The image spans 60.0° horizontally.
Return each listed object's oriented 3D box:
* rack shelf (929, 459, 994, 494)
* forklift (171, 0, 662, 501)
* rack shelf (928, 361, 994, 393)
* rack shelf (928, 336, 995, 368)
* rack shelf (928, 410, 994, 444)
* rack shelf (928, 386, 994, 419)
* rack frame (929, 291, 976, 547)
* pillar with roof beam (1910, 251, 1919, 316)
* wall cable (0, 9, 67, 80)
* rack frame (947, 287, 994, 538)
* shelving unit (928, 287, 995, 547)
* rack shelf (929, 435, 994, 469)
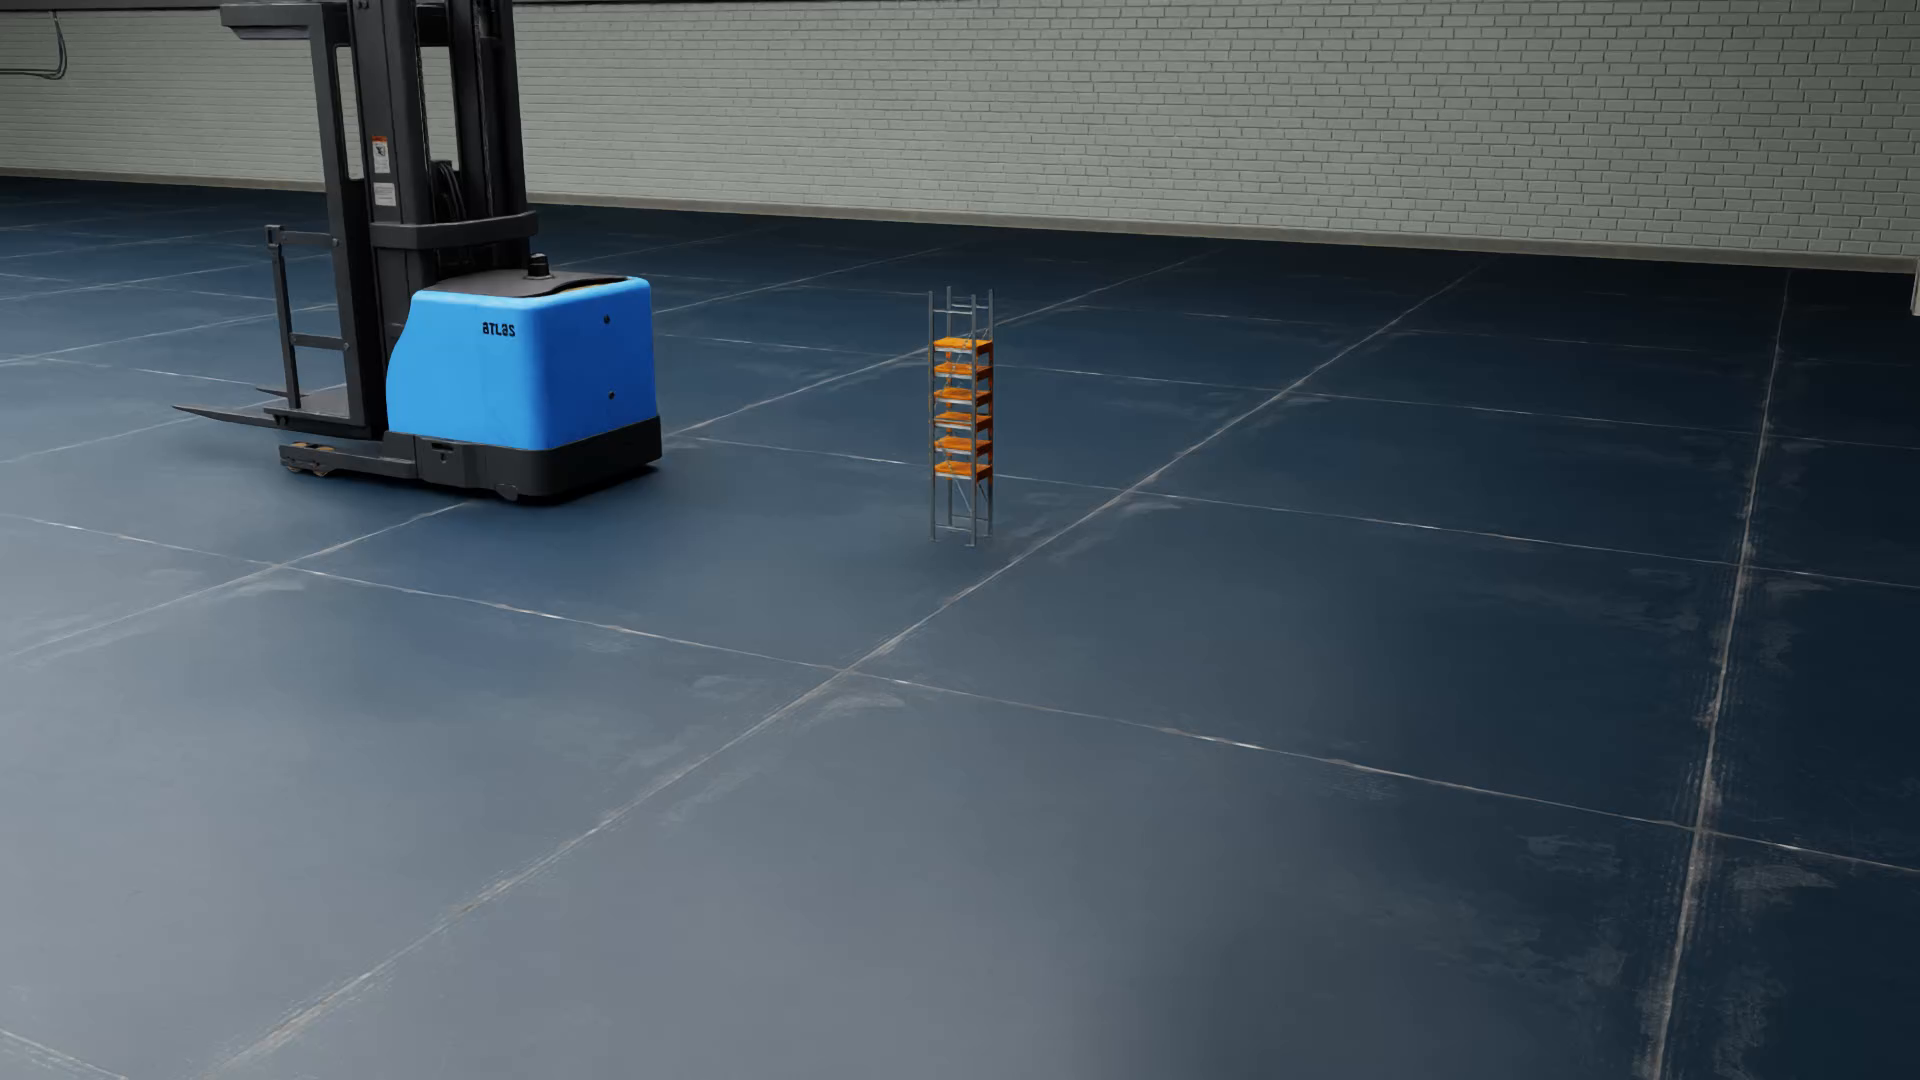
[{"bbox_3d":[0.006,-0.306,7.947,0.258,0.103,0.180,8,18,25],"label":"rack shelf"},{"bbox_3d":[-3.223,-1.881,9.209,3.031,2.935,1.130,8,18,26],"label":"forklift"},{"bbox_3d":[0.006,-0.766,7.810,0.258,0.103,0.180,8,18,25],"label":"rack shelf"},{"bbox_3d":[0.006,-0.881,7.776,0.258,0.103,0.180,8,18,25],"label":"rack shelf"},{"bbox_3d":[0.006,-0.536,7.879,0.258,0.103,0.180,8,18,25],"label":"rack shelf"},{"bbox_3d":[0.006,-0.651,7.844,0.258,0.103,0.180,8,18,25],"label":"rack shelf"},{"bbox_3d":[-0.034,-0.556,7.787,0.240,1.200,0.006,8,18,25],"label":"rack frame"},{"bbox_3d":[4.813,-6.886,15.404,9.100,9.000,0.400,8,18,25],"label":"pillar with roof beam"},{"bbox_3d":[-17.017,-9.440,29.455,3.097,2.526,0.112,8,18,25],"label":"wall cable"},{"bbox_3d":[0.047,-0.602,7.944,0.240,1.200,0.006,8,18,25],"label":"rack frame"},{"bbox_3d":[0.006,-0.579,7.866,0.258,1.200,0.189,8,18,25],"label":"shelving unit"},{"bbox_3d":[0.006,-0.421,7.913,0.258,0.103,0.180,8,18,25],"label":"rack shelf"}]
